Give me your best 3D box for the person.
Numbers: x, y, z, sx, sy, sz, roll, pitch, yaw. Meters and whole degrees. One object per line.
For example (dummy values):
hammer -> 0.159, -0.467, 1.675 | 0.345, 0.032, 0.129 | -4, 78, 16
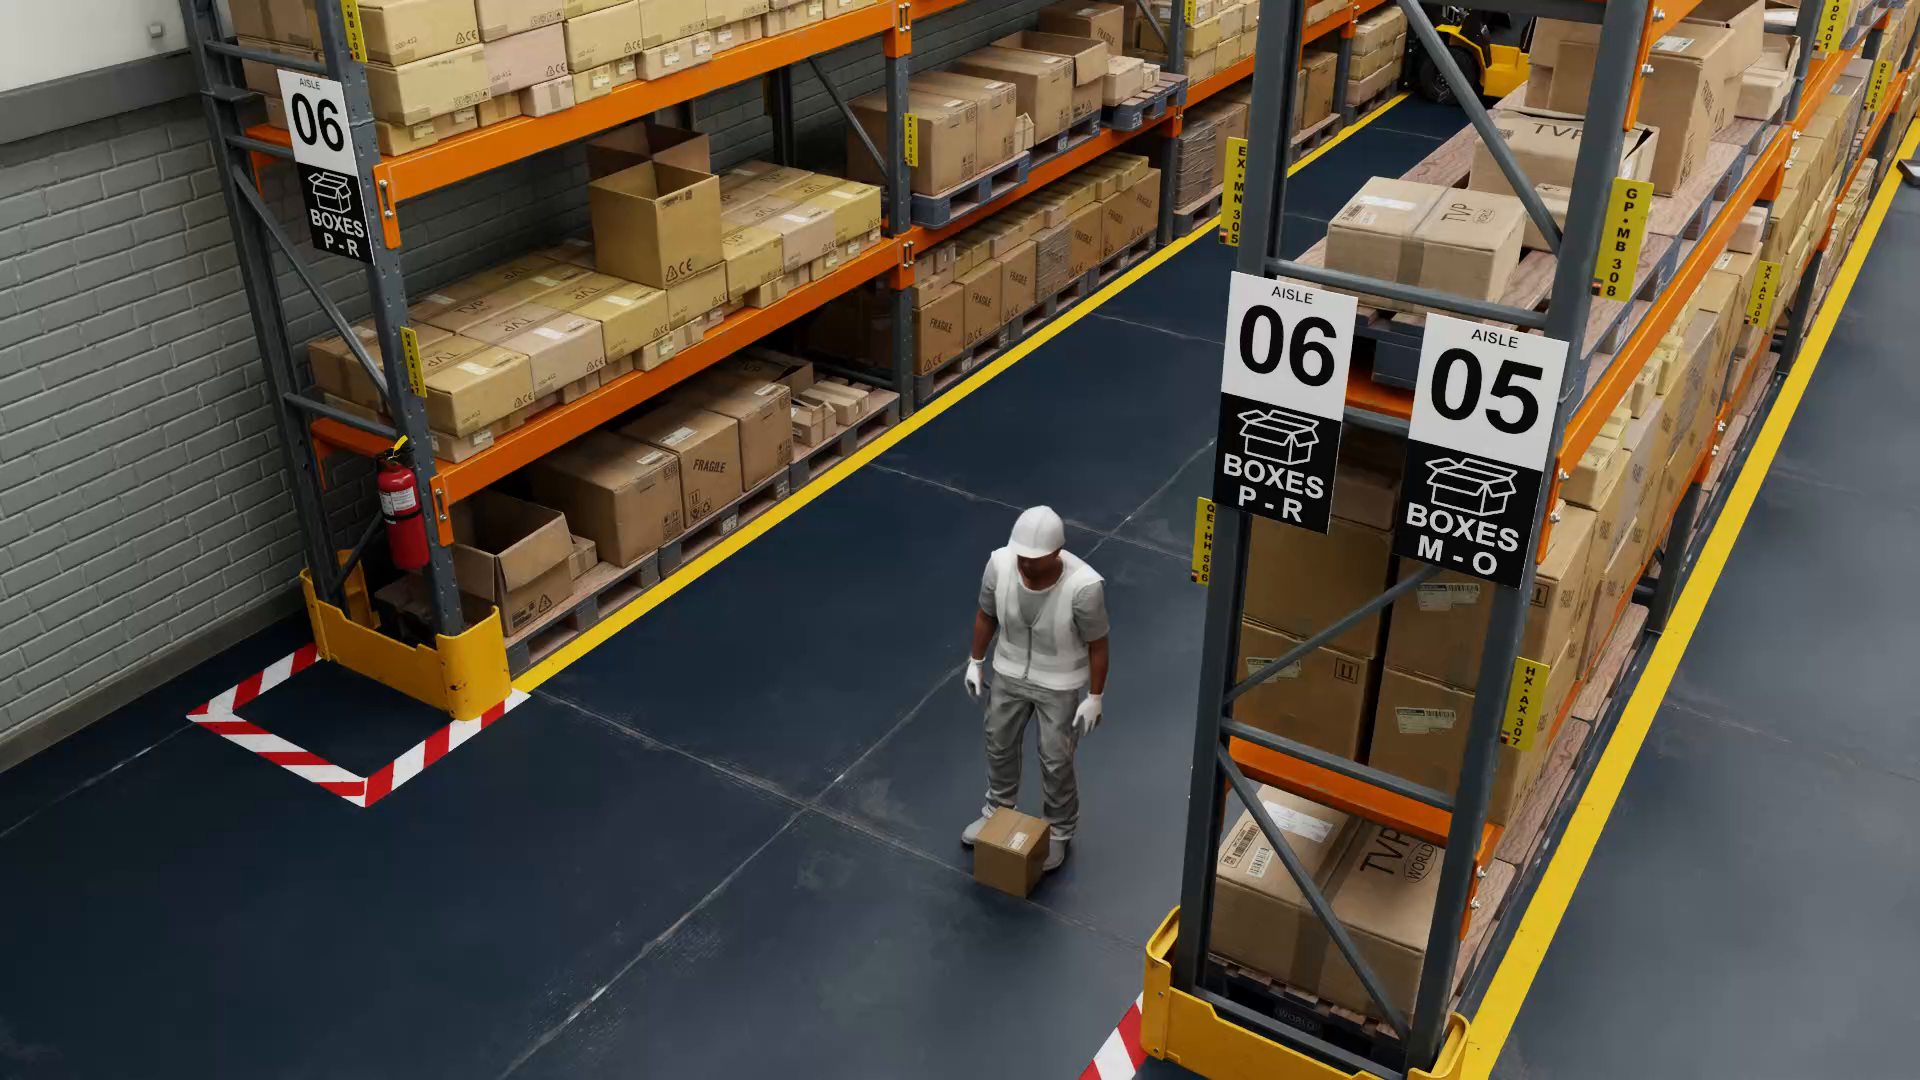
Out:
person -> 0.325, 0.612, 7.126 | 0.633, 1.775, 0.447 | 15, 33, 24
